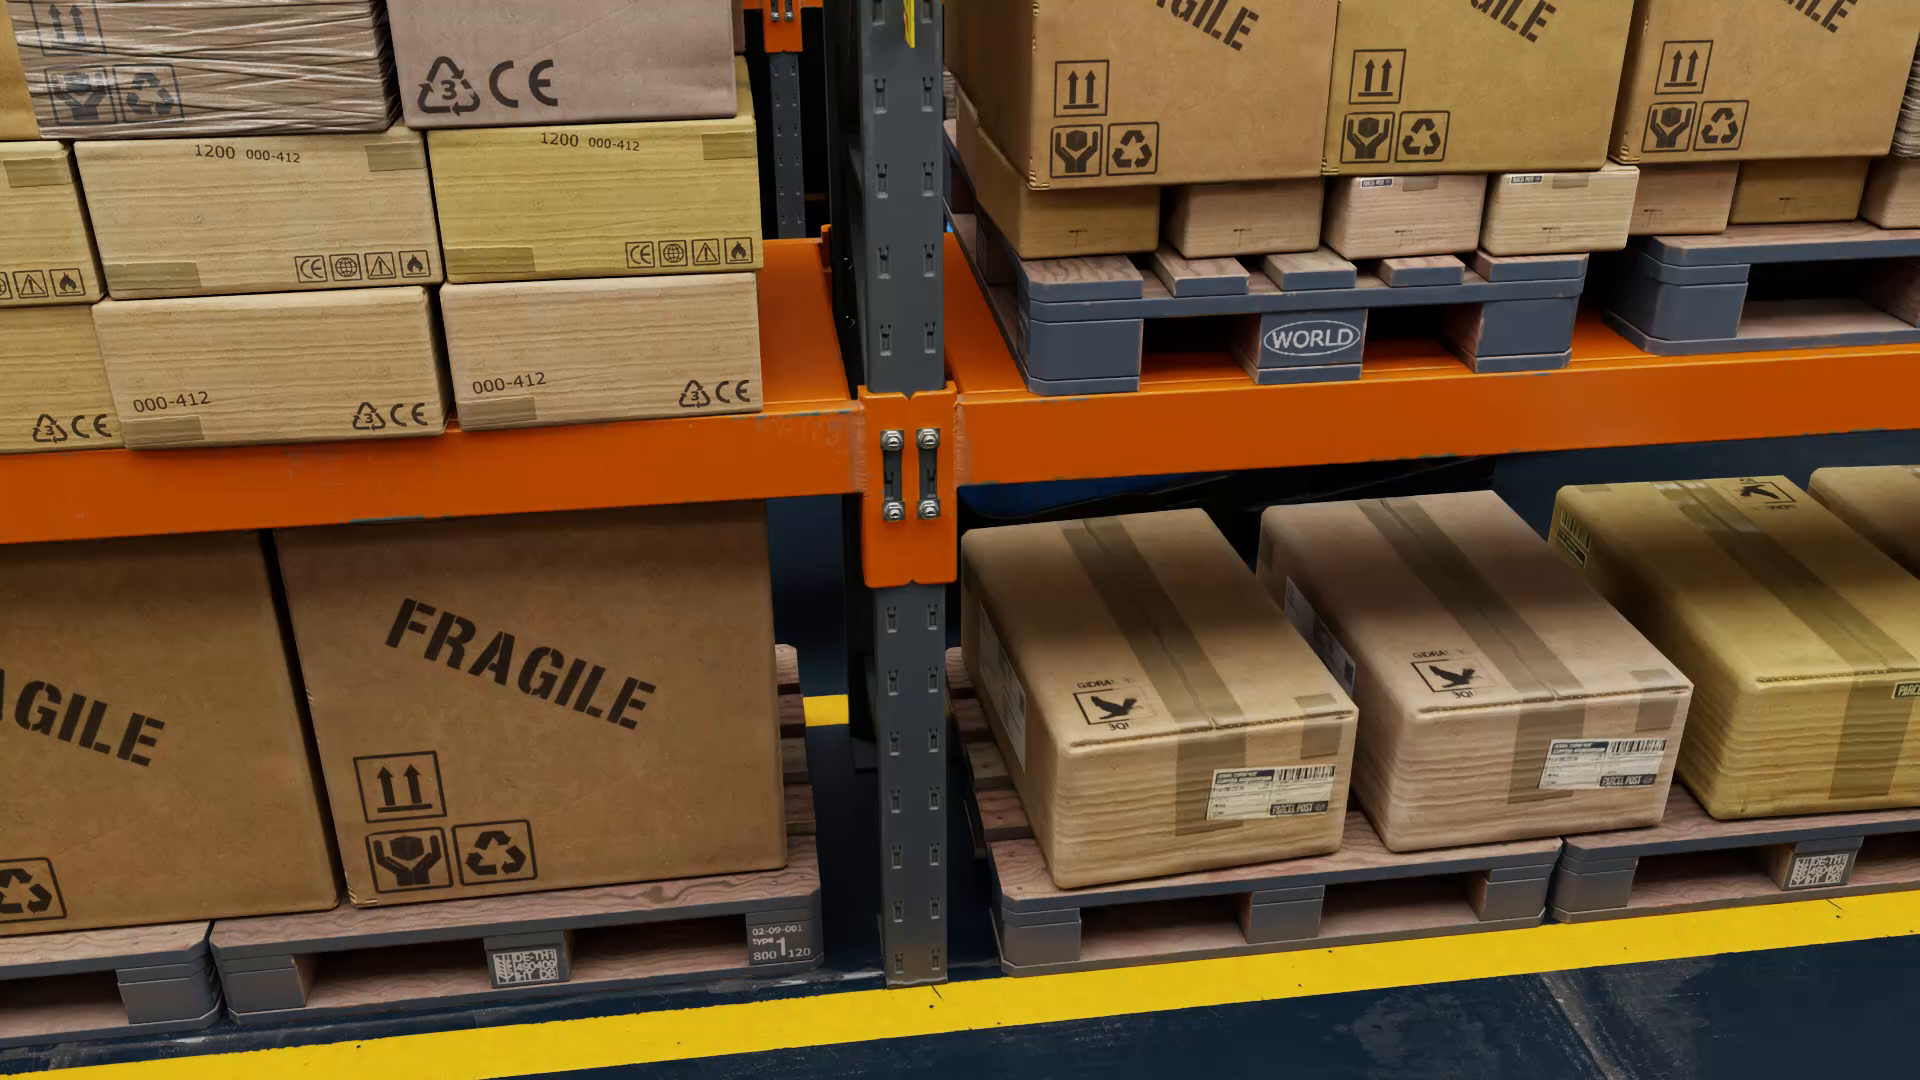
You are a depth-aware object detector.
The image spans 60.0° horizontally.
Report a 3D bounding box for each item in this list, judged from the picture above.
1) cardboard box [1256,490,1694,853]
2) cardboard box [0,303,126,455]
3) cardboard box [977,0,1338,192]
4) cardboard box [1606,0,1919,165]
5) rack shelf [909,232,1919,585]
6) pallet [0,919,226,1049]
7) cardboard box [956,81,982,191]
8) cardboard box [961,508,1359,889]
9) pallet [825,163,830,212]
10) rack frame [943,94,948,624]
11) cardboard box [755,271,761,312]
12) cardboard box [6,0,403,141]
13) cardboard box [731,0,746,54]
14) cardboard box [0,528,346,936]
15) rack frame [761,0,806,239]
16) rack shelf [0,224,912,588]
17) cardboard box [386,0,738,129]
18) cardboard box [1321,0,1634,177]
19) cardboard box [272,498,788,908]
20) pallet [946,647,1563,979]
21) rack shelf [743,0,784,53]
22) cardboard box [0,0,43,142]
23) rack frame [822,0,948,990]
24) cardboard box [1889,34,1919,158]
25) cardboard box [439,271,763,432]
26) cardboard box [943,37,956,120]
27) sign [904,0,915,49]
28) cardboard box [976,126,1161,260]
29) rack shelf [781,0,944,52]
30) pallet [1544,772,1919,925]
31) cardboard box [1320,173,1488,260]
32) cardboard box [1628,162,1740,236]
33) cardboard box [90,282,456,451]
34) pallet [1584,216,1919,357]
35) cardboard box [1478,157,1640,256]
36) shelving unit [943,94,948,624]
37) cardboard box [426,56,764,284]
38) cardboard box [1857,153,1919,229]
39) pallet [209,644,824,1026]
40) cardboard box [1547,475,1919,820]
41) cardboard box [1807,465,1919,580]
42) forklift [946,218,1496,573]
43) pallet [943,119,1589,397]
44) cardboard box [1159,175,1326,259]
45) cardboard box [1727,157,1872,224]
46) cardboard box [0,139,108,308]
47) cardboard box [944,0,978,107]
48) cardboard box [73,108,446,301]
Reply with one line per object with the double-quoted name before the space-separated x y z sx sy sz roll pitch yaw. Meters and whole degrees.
"cardboard box" 1.133 0.266 3.864 0.625 0.372 0.950 -4 27 -8
"cardboard box" -1.627 -0.354 2.818 0.500 0.250 0.500 -4 27 -8
"cardboard box" 0.320 -0.922 2.866 0.500 0.500 0.500 -4 27 -9
"cardboard box" 1.360 -0.995 3.008 0.500 0.500 0.500 -3 27 -6
"rack shelf" 1.823 -0.441 3.613 4.000 0.370 1.077 -4 27 -7
"pallet" -2.154 0.699 3.657 1.213 0.211 1.003 -4 27 -7
"cardboard box" 0.134 -0.837 3.410 0.250 0.149 0.380 -3 27 -5
"cardboard box" 0.403 0.317 3.766 0.625 0.372 0.950 -5 28 -11
"pallet" -0.032 -1.672 8.277 1.213 0.211 1.003 -4 27 -7
"rack frame" -0.119 -0.534 4.648 0.032 1.500 0.500 -8 28 -15
"cardboard box" -0.677 -0.650 3.396 0.500 0.250 0.500 -4 27 -8
"cardboard box" -1.140 -0.936 2.584 0.500 0.500 0.500 -3 27 -6
"cardboard box" -0.680 -1.203 3.104 0.500 0.500 0.500 -5 28 -9
"cardboard box" -1.737 0.185 3.470 0.875 0.875 0.875 -3 27 -6
"rack frame" -0.853 -2.878 7.573 0.127 3.000 1.000 -4 27 -7
"rack shelf" -2.138 -0.187 3.117 4.000 0.370 1.077 -4 27 -7
"cardboard box" -0.633 -0.972 2.655 0.500 0.500 0.500 -4 27 -9
"cardboard box" 0.835 -0.958 2.937 0.500 0.500 0.500 -2 27 -4
"cardboard box" -0.853 0.131 3.577 0.875 0.875 0.875 -4 27 -8
"pallet" 0.616 0.557 3.933 1.213 0.211 1.003 -4 27 -7
"rack shelf" -2.833 -2.431 7.489 4.000 0.370 1.077 -4 27 -7
"cardboard box" -1.633 -0.908 2.528 0.500 0.500 0.500 -4 27 -7
"rack frame" -0.158 -0.634 3.200 0.127 3.000 1.000 -4 27 -7
"cardboard box" 1.857 -1.023 3.063 0.500 0.500 0.500 -5 28 -9
"cardboard box" -0.622 -0.418 2.943 0.500 0.250 0.500 -5 28 -9
"cardboard box" -0.233 -2.042 8.085 0.625 0.625 0.875 -3 27 -5
"sign" -0.077 -0.899 2.447 0.005 0.325 0.100 -4 27 -7
"cardboard box" 0.190 -0.646 3.038 0.250 0.149 0.380 -5 28 -10
"rack shelf" 1.128 -2.685 7.985 4.000 0.370 1.077 -4 27 -7
"pallet" 1.822 0.481 4.081 1.213 0.211 1.003 -4 27 -7
"cardboard box" 0.752 -0.645 3.037 0.250 0.149 0.380 -5 28 -10
"cardboard box" 1.255 -0.704 3.152 0.250 0.149 0.380 -2 27 -4
"cardboard box" -1.126 -0.378 2.866 0.500 0.250 0.500 -3 27 -6
"pallet" 1.797 -0.693 3.526 1.213 0.211 1.003 -4 27 -7
"cardboard box" 1.027 -0.653 3.053 0.250 0.149 0.380 -4 27 -7
"shelving unit" -0.607 -0.468 4.520 1.048 1.500 0.538 -8 28 -15
"cardboard box" -0.602 -0.644 2.837 0.500 0.250 0.500 -4 27 -7
"cardboard box" 1.797 -0.727 3.196 0.250 0.149 0.380 -3 27 -5
"pallet" -0.949 0.622 3.806 1.213 0.211 1.003 -4 27 -7
"cardboard box" 1.885 0.220 3.953 0.625 0.372 0.950 -3 27 -5
"cardboard box" 2.573 0.175 4.041 0.625 0.372 0.950 -2 27 -4
"forklift" 1.194 -1.597 5.153 3.031 2.935 1.130 -13 30 -24
"pallet" 0.533 -0.642 3.426 1.003 0.211 1.213 -4 27 -7
"cardboard box" 0.475 -0.649 3.044 0.250 0.149 0.380 -5 28 -10
"cardboard box" 1.529 -0.740 3.221 0.250 0.149 0.380 -3 27 -5
"cardboard box" -1.613 -0.568 2.688 0.500 0.250 0.500 -4 27 -8
"cardboard box" 0.254 -1.153 3.315 0.500 0.500 0.500 -4 27 -9
"cardboard box" -1.109 -0.610 2.770 0.500 0.250 0.500 -4 27 -8
